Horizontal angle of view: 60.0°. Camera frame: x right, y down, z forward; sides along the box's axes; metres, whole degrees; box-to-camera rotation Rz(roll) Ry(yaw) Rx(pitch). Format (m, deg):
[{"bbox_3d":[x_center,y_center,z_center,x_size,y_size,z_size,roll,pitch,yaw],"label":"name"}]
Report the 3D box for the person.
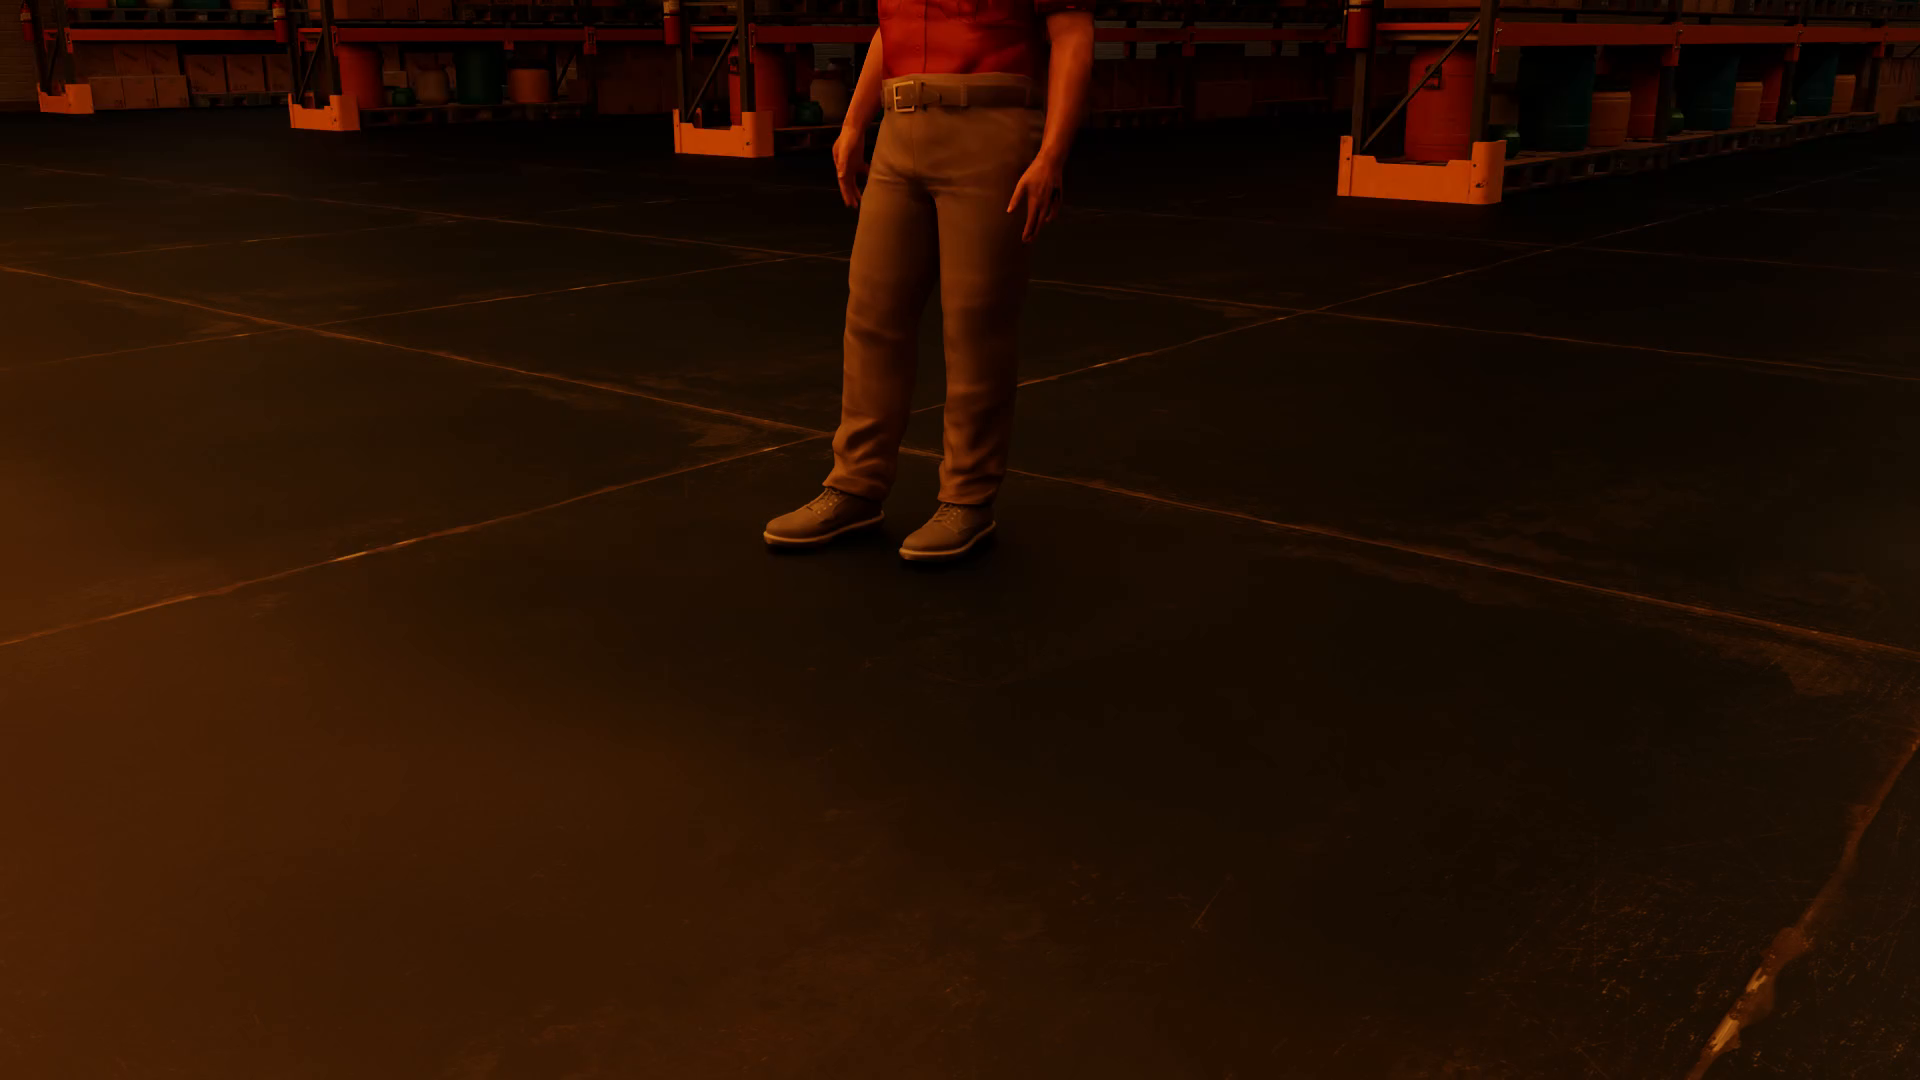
[{"bbox_3d":[-0.066,-0.817,3.629,0.641,1.728,0.550,13,21,37],"label":"person"}]
